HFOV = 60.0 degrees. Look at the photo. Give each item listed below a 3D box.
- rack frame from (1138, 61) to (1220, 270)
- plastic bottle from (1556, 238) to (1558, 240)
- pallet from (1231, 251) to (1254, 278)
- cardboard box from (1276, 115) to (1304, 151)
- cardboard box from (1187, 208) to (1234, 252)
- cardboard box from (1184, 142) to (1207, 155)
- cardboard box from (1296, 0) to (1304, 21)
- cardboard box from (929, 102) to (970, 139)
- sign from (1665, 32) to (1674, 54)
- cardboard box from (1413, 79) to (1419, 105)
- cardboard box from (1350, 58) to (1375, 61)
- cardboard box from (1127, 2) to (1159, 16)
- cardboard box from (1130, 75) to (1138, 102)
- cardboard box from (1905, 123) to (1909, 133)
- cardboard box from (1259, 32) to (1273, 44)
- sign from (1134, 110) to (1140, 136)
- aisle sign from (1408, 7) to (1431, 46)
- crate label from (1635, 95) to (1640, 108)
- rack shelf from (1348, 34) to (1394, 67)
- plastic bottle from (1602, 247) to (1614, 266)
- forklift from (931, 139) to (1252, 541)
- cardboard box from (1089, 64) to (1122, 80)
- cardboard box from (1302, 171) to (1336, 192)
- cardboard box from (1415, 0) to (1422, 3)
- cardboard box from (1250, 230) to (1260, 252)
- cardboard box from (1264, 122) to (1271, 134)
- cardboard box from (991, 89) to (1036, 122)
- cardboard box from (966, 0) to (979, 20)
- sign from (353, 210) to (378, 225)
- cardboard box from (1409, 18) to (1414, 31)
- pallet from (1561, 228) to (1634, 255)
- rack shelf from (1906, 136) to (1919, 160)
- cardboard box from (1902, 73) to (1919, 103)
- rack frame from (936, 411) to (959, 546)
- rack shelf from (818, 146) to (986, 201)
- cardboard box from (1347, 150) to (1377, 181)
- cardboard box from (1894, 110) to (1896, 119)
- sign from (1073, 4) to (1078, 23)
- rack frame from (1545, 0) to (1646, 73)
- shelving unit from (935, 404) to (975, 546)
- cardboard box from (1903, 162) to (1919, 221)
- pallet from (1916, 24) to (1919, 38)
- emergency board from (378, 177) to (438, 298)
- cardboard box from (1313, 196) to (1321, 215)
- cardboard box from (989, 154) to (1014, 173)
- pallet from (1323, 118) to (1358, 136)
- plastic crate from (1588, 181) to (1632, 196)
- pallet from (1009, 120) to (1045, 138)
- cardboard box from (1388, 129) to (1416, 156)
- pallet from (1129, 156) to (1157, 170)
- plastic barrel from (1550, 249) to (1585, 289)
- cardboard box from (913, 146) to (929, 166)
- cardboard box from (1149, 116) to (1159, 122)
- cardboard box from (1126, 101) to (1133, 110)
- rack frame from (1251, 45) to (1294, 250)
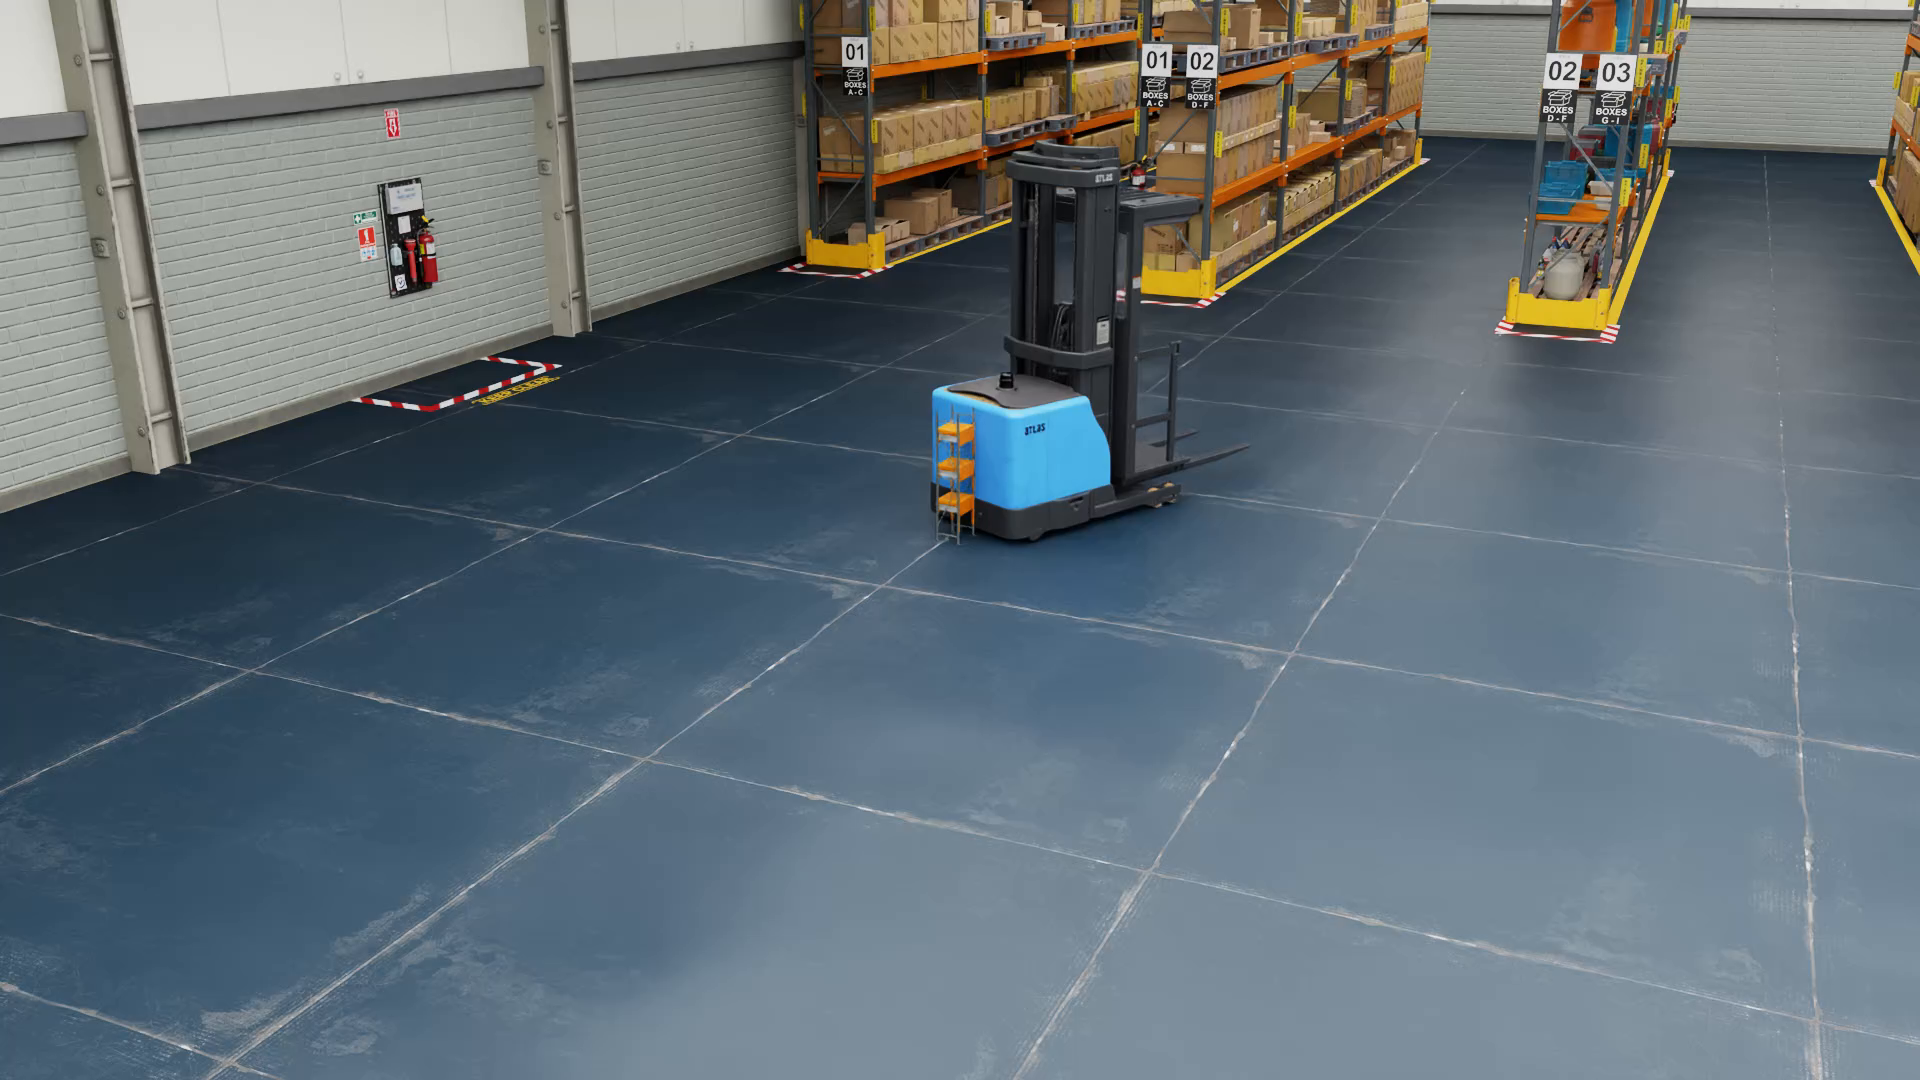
[{"bbox_3d":[2.821,-4.726,21.780,1.000,3.000,0.127,9,21,23],"label":"rack frame"},{"bbox_3d":[8.446,-4.152,23.583,0.097,0.271,0.097,0,20,0],"label":"plastic bottle"},{"bbox_3d":[3.596,-4.023,23.966,1.003,0.211,1.213,9,21,23],"label":"pallet"},{"bbox_3d":[5.209,-6.542,26.739,0.500,0.500,0.500,9,21,23],"label":"cardboard box"},{"bbox_3d":[3.446,-4.268,22.851,0.500,0.500,0.500,9,21,23],"label":"cardboard box"},{"bbox_3d":[3.178,-5.169,21.909,0.380,0.149,0.250,8,21,22],"label":"cardboard box"},{"bbox_3d":[4.959,-8.203,25.558,0.500,0.500,0.500,11,22,28],"label":"cardboard box"},{"bbox_3d":[-0.173,-6.579,26.066,0.500,0.500,0.500,8,21,22],"label":"cardboard box"},{"bbox_3d":[11.119,-7.781,26.051,0.100,0.325,0.005,9,21,23],"label":"sign"},{"bbox_3d":[9.228,-9.331,34.579,0.500,0.500,0.500,9,21,23],"label":"cardboard box"},{"bbox_3d":[7.913,-9.259,32.887,0.500,0.500,0.500,8,21,22],"label":"cardboard box"},{"bbox_3d":[3.737,-10.835,33.931,0.500,0.250,0.500,8,21,23],"label":"cardboard box"},{"bbox_3d":[3.255,-9.094,33.439,0.500,0.500,0.500,8,21,22],"label":"cardboard box"},{"bbox_3d":[16.807,-7.211,29.142,0.380,0.149,0.250,8,21,22],"label":"cardboard box"},{"bbox_3d":[4.214,-7.101,23.522,0.380,0.149,0.250,9,21,23],"label":"cardboard box"},{"bbox_3d":[2.331,-5.462,21.768,0.100,0.325,0.005,9,21,23],"label":"sign"},{"bbox_3d":[9.680,-10.820,35.038,0.394,0.787,0.004,9,21,23],"label":"aisle sign"},{"bbox_3d":[13.488,-8.855,33.552,0.416,0.233,0.303,9,21,23],"label":"crate label"},{"bbox_3d":[6.915,-8.857,29.994,1.077,0.370,4.000,9,21,23],"label":"rack shelf"},{"bbox_3d":[8.897,-3.932,22.845,0.144,0.351,0.185,7,21,20],"label":"plastic bottle"},{"bbox_3d":[1.210,-1.764,13.555,3.031,2.935,1.130,-16,25,-38],"label":"forklift"},{"bbox_3d":[2.829,-9.134,32.433,0.500,0.250,0.500,9,21,24],"label":"cardboard box"},{"bbox_3d":[6.107,-6.144,28.408,0.500,0.311,0.500,9,22,24],"label":"cardboard box"},{"bbox_3d":[9.177,-11.389,34.399,0.700,0.500,0.500,9,21,23],"label":"cardboard box"},{"bbox_3d":[4.063,-4.373,24.265,0.500,0.250,0.500,9,21,23],"label":"cardboard box"},{"bbox_3d":[4.335,-6.033,24.339,0.380,0.149,0.250,8,21,21],"label":"cardboard box"},{"bbox_3d":[0.902,-7.575,28.987,0.700,0.500,0.500,9,21,23],"label":"cardboard box"},{"bbox_3d":[-0.020,-8.378,25.901,0.500,0.500,0.500,7,21,18],"label":"cardboard box"},{"bbox_3d":[-6.017,-3.264,16.827,0.001,0.109,0.331,9,21,23],"label":"sign"},{"bbox_3d":[8.776,-10.310,33.229,0.500,0.250,0.500,9,21,23],"label":"cardboard box"},{"bbox_3d":[9.760,-4.574,25.514,1.003,0.211,1.213,9,21,23],"label":"pallet"},{"bbox_3d":[15.952,-6.083,26.671,1.077,0.370,4.000,9,21,23],"label":"rack shelf"},{"bbox_3d":[17.554,-8.257,30.372,0.500,0.500,0.500,8,21,21],"label":"cardboard box"},{"bbox_3d":[-0.095,-0.464,12.707,0.200,1.050,0.008,10,22,27],"label":"rack frame"},{"bbox_3d":[-0.881,-5.677,25.528,1.077,0.370,4.000,9,21,23],"label":"rack shelf"},{"bbox_3d":[7.584,-7.083,31.484,0.500,0.500,0.500,9,21,23],"label":"cardboard box"},{"bbox_3d":[17.962,-8.075,31.572,0.380,0.149,0.250,9,21,23],"label":"cardboard box"},{"bbox_3d":[2.070,-9.432,29.765,0.100,0.325,0.005,9,21,23],"label":"sign"},{"bbox_3d":[7.338,-6.871,18.861,1.000,3.000,0.127,9,21,23],"label":"rack frame"},{"bbox_3d":[-0.036,-0.500,12.807,0.215,1.050,0.252,10,22,27],"label":"shelving unit"},{"bbox_3d":[15.806,-5.487,26.466,1.225,0.875,0.875,9,21,23],"label":"cardboard box"},{"bbox_3d":[17.616,-9.025,29.526,1.003,0.211,1.213,9,21,23],"label":"pallet"},{"bbox_3d":[-5.707,-3.153,17.357,0.194,1.169,0.643,9,21,23],"label":"emergency board"},{"bbox_3d":[5.687,-5.568,27.625,0.500,0.250,0.500,9,22,24],"label":"cardboard box"},{"bbox_3d":[0.611,-6.532,28.814,0.500,0.250,0.500,8,21,21],"label":"cardboard box"},{"bbox_3d":[6.310,-7.298,29.299,1.213,0.211,1.003,9,21,23],"label":"pallet"},{"bbox_3d":[8.542,-4.612,21.855,0.530,0.136,0.437,9,21,23],"label":"plastic crate"},{"bbox_3d":[0.802,-7.149,28.880,1.003,0.211,1.213,9,21,23],"label":"pallet"},{"bbox_3d":[9.374,-8.446,35.316,0.500,0.500,0.500,9,21,23],"label":"cardboard box"},{"bbox_3d":[3.596,-7.980,35.094,1.003,0.211,1.213,9,21,23],"label":"pallet"},{"bbox_3d":[7.743,-3.436,21.239,0.421,0.512,0.421,0,20,0],"label":"plastic barrel"},{"bbox_3d":[-0.797,-5.764,24.894,0.500,0.250,0.500,8,21,22],"label":"cardboard box"},{"bbox_3d":[4.215,-9.228,36.575,0.380,0.149,0.250,9,21,23],"label":"cardboard box"},{"bbox_3d":[3.252,-8.741,33.416,0.380,0.149,0.250,9,21,24],"label":"cardboard box"},{"bbox_3d":[4.458,-5.948,25.219,1.000,3.000,0.127,9,21,23],"label":"rack frame"}]
